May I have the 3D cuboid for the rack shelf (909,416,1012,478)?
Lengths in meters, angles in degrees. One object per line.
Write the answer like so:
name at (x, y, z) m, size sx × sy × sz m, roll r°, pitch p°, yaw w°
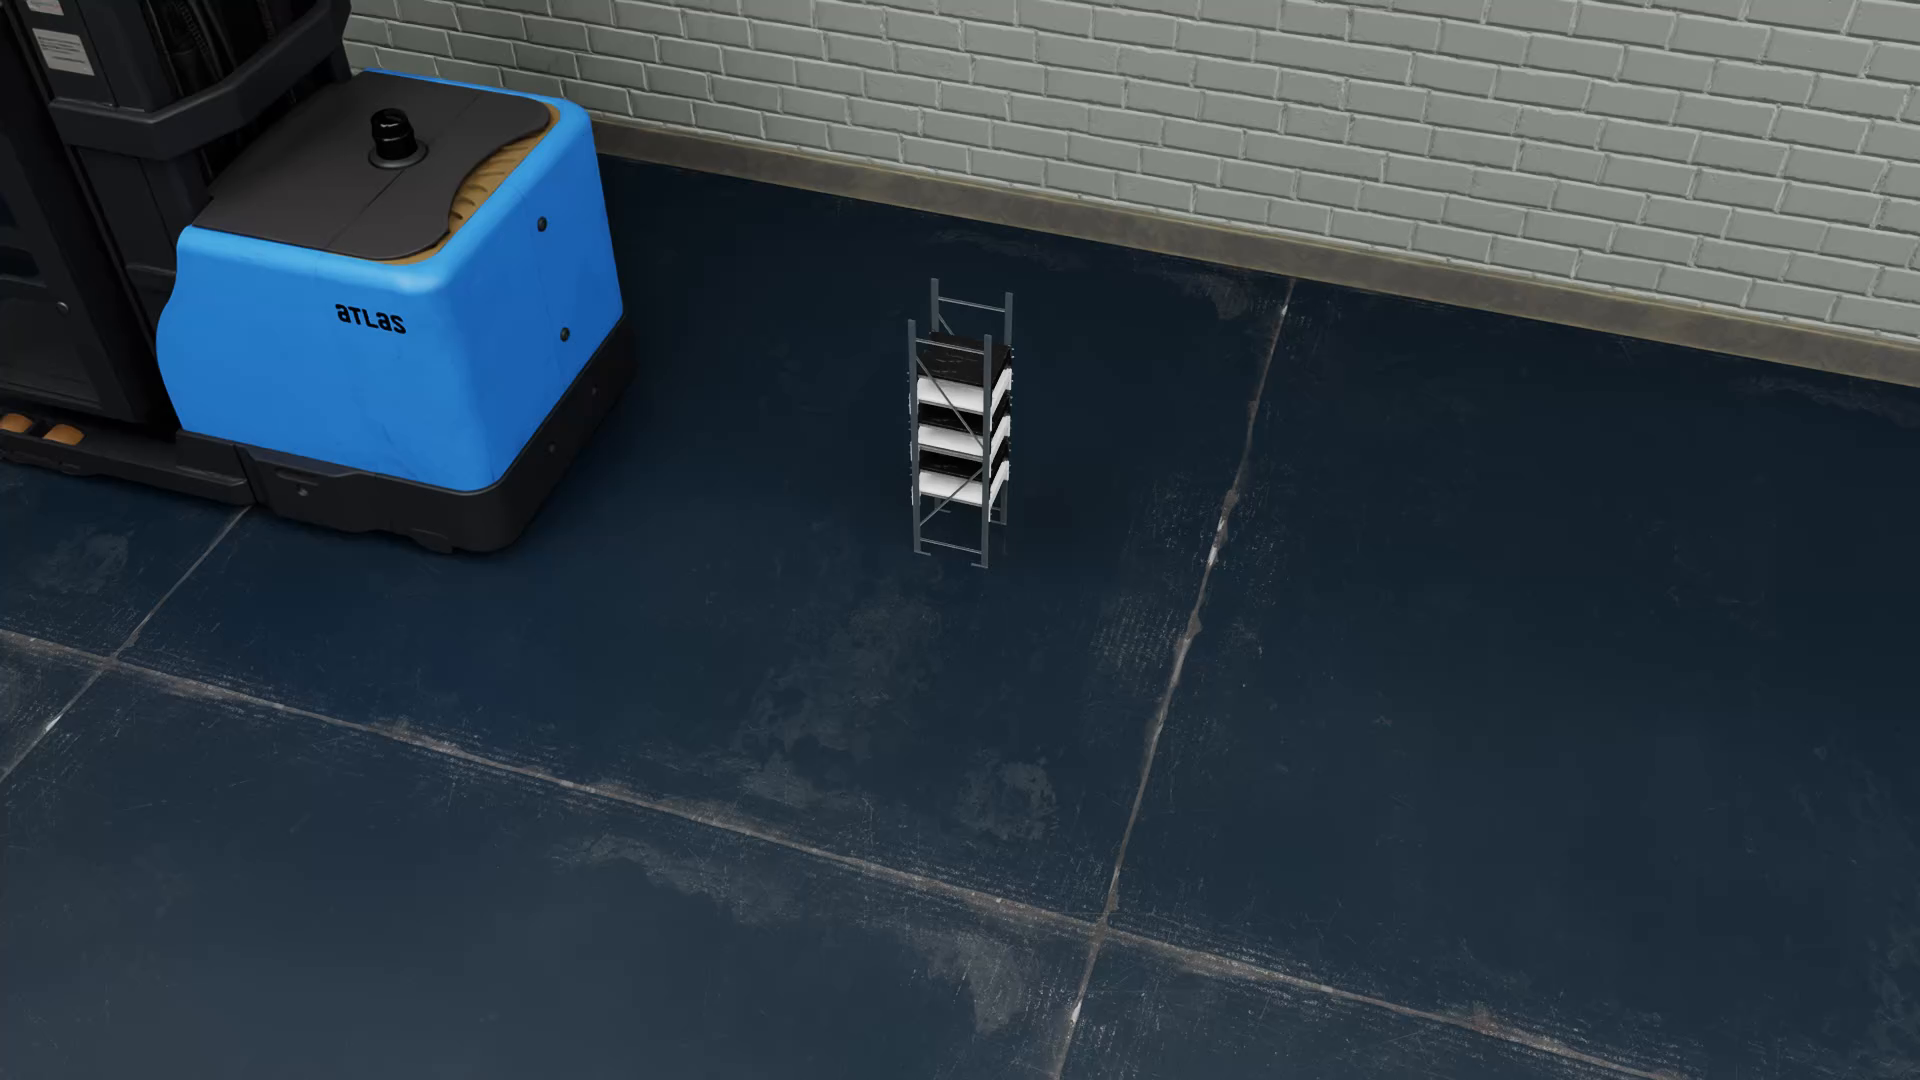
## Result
rack shelf at (0.002, -0.303, 4.964) m, size 0.258 × 0.077 × 0.200 m, roll 13°, pitch 46°, yaw 12°

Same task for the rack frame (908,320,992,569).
rack frame at (-0.028, -0.259, 4.872) m, size 0.240 × 0.900 × 0.006 m, roll 13°, pitch 46°, yaw 12°

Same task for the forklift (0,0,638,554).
forklift at (-2.692, -1.601, 4.791) m, size 3.031 × 2.935 × 1.130 m, roll 12°, pitch 46°, yaw 12°

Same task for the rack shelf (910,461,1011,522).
rack shelf at (0.002, -0.175, 5.090) m, size 0.258 × 0.077 × 0.200 m, roll 13°, pitch 46°, yaw 12°

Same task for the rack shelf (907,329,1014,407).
rack shelf at (0.002, -0.496, 4.775) m, size 0.258 × 0.077 × 0.200 m, roll 13°, pitch 46°, yaw 12°

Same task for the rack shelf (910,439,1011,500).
rack shelf at (0.002, -0.239, 5.027) m, size 0.258 × 0.077 × 0.200 m, roll 13°, pitch 46°, yaw 12°

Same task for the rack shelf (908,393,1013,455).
rack shelf at (0.002, -0.368, 4.901) m, size 0.258 × 0.077 × 0.200 m, roll 13°, pitch 46°, yaw 12°

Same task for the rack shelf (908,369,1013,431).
rack shelf at (0.002, -0.432, 4.838) m, size 0.258 × 0.077 × 0.200 m, roll 13°, pitch 46°, yaw 12°

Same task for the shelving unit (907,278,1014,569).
shelving unit at (0.002, -0.327, 4.941) m, size 0.258 × 0.900 × 0.210 m, roll 13°, pitch 46°, yaw 12°

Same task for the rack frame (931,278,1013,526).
rack frame at (0.033, -0.395, 5.010) m, size 0.240 × 0.900 × 0.006 m, roll 13°, pitch 46°, yaw 12°
